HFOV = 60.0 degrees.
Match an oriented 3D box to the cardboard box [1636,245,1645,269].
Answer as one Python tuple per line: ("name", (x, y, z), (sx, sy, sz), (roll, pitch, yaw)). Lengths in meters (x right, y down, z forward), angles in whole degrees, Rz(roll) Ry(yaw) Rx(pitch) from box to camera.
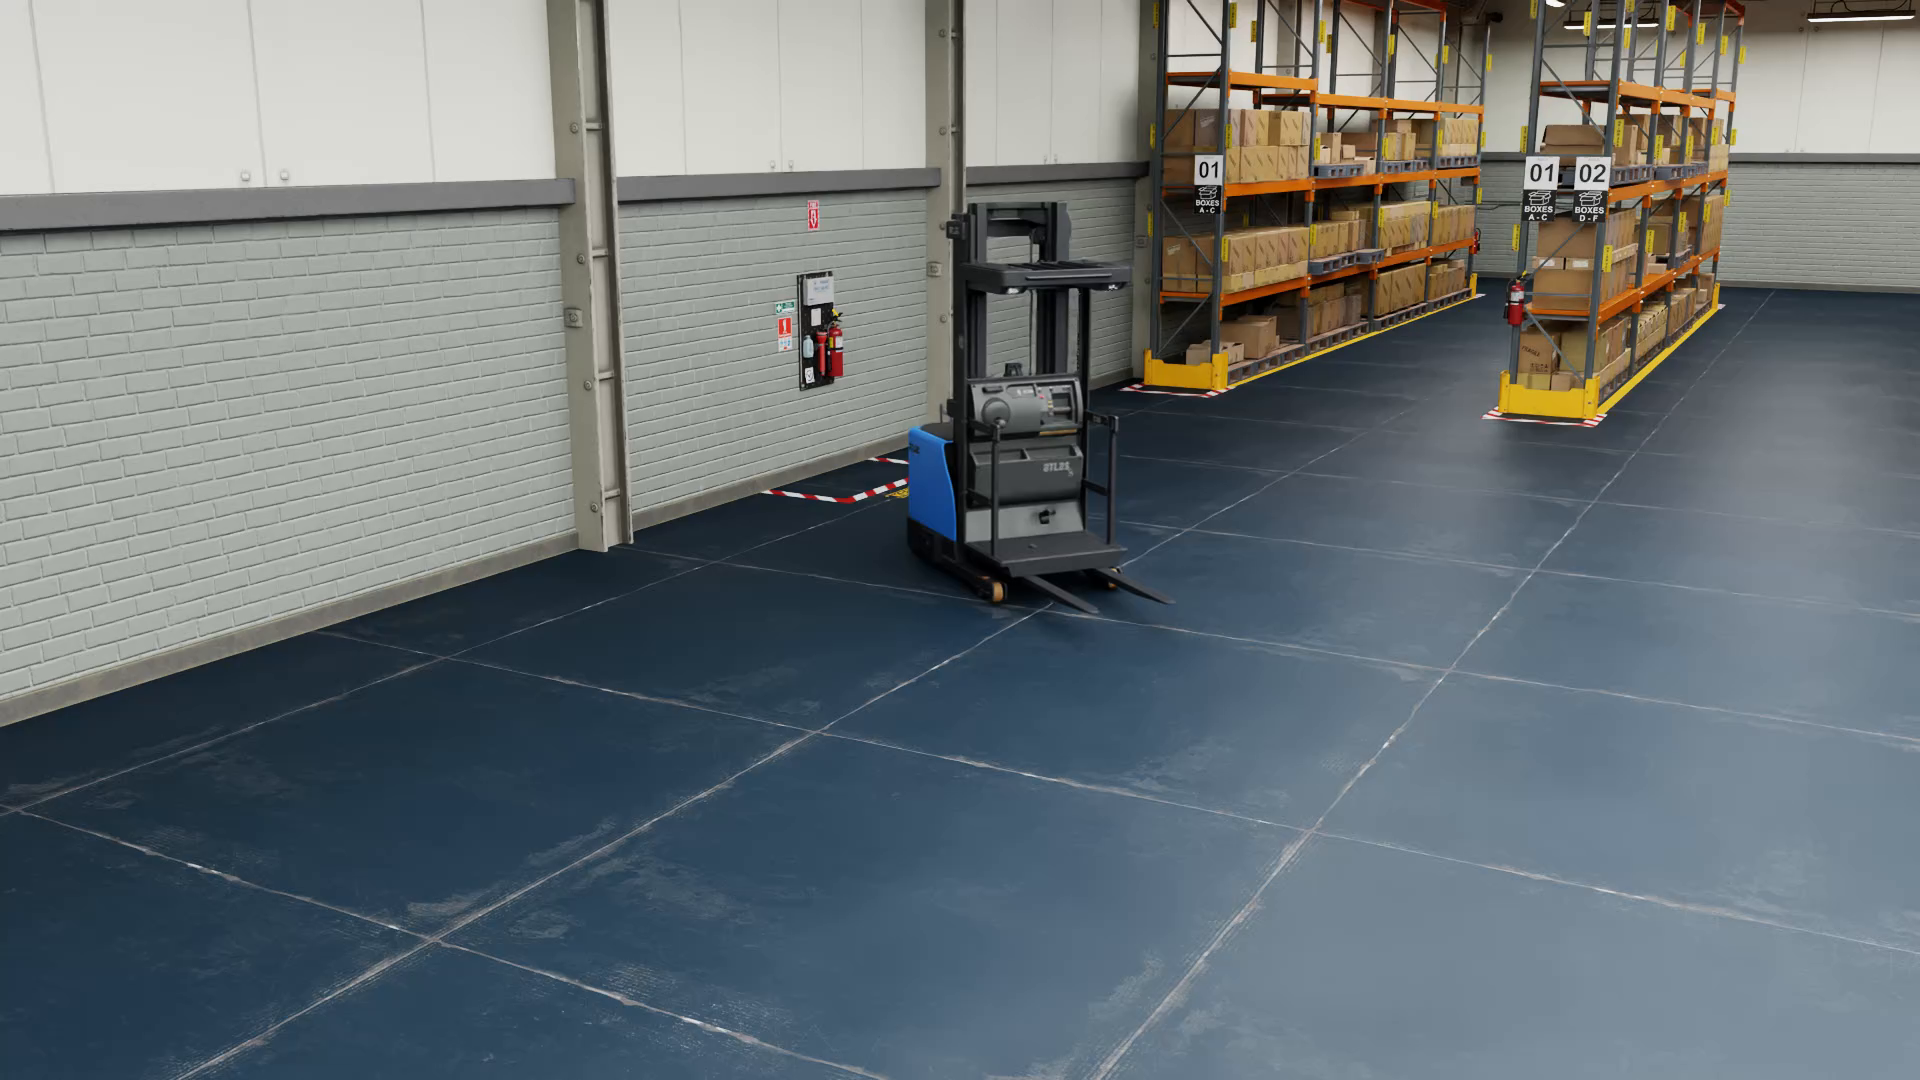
("cardboard box", (10.313, -4.309, 25.792), (0.500, 0.500, 0.500), (7, 15, 28))

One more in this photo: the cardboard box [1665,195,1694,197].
("cardboard box", (14.541, -6.721, 33.665), (0.500, 0.500, 0.500), (8, 15, 29))

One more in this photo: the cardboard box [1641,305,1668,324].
("cardboard box", (11.327, -3.719, 27.334), (0.500, 0.311, 0.500), (8, 16, 30))

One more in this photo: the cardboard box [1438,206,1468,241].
("cardboard box", (10.314, -6.806, 35.722), (0.980, 0.700, 0.700), (7, 15, 28))

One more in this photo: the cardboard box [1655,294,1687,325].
("cardboard box", (12.578, -4.092, 29.501), (0.500, 0.500, 0.500), (7, 15, 26))

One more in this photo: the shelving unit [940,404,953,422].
("shelving unit", (-0.022, -0.588, 14.411), (0.258, 1.200, 0.189), (7, 15, 28))

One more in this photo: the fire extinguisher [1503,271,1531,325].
("fire extinguisher", (7.034, -3.064, 21.006), (0.296, 0.674, 0.183), (7, 15, 28))

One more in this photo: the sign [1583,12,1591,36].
("sign", (8.950, -7.362, 23.707), (0.100, 0.325, 0.005), (7, 15, 28))

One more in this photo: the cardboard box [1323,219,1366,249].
("cardboard box", (6.808, -5.440, 29.545), (0.700, 0.500, 0.500), (5, 15, 21))

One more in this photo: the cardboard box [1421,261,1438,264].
("cardboard box", (10.040, -5.906, 35.685), (0.380, 0.149, 0.250), (8, 16, 29))

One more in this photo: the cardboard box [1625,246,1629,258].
("cardboard box", (9.115, -4.019, 23.206), (0.380, 0.149, 0.250), (7, 15, 28))

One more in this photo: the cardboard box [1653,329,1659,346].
("cardboard box", (10.832, -3.237, 26.532), (0.500, 0.250, 0.500), (8, 16, 29))

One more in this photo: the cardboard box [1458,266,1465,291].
("cardboard box", (10.643, -5.750, 36.422), (0.700, 0.500, 0.500), (7, 15, 28))

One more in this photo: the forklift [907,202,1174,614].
("forklift", (0.606, -1.062, 12.683), (1.130, 2.935, 3.031), (-6, 15, -23))

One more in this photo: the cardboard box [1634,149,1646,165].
("cardboard box", (9.737, -5.608, 24.420), (0.500, 0.250, 0.500), (9, 16, 34))

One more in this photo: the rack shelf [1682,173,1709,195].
("rack shelf", (12.332, -6.233, 29.123), (1.077, 0.370, 4.000), (7, 15, 28))

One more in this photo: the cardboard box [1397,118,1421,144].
("cardboard box", (9.094, -8.268, 33.638), (0.500, 0.500, 0.500), (7, 15, 28))

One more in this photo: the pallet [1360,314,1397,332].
("pallet", (7.474, -4.072, 30.975), (1.003, 0.211, 1.213), (7, 15, 28))

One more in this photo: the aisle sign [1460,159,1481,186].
("aisle sign", (11.191, -8.161, 36.436), (0.394, 0.787, 0.004), (7, 15, 28))

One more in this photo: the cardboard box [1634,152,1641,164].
("cardboard box", (9.087, -5.223, 22.741), (0.380, 0.149, 0.250), (7, 15, 28))

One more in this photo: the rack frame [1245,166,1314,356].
("rack frame", (5.093, -4.454, 26.609), (1.000, 3.000, 0.127), (7, 15, 28))

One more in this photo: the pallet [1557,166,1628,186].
("pallet", (7.862, -4.630, 21.128), (1.003, 0.211, 1.213), (7, 15, 28))

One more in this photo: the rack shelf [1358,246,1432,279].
("rack shelf", (7.993, -5.335, 31.799), (1.077, 0.370, 4.000), (7, 15, 28))

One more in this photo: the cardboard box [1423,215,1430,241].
("cardboard box", (8.958, -6.175, 32.856), (0.500, 0.500, 0.500), (7, 15, 27))

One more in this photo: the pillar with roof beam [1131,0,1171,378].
("pillar with roof beam", (6.509, -6.304, 21.480), (9.100, 9.000, 0.400), (7, 15, 28))

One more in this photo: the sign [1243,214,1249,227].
("sign", (4.605, -5.079, 26.731), (0.100, 0.325, 0.005), (7, 15, 28))

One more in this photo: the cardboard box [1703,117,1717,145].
("cardboard box", (13.866, -7.718, 31.402), (0.700, 0.500, 0.500), (7, 15, 28))

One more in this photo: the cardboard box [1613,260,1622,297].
("cardboard box", (8.727, -3.639, 23.014), (0.700, 0.500, 0.500), (8, 16, 29))

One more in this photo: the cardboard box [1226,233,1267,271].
("cardboard box", (4.156, -4.204, 24.250), (0.500, 0.500, 0.500), (7, 15, 26))

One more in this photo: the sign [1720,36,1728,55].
("sign", (13.787, -8.921, 30.005), (0.100, 0.325, 0.005), (7, 15, 28))

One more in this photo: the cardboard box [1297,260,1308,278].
("cardboard box", (5.129, -4.259, 26.078), (0.500, 0.250, 0.500), (7, 15, 28))

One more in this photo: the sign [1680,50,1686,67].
("sign", (14.757, -9.826, 33.929), (0.100, 0.325, 0.005), (7, 15, 28))

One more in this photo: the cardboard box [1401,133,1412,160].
("cardboard box", (8.226, -7.526, 31.800), (0.700, 0.500, 0.500), (7, 15, 27))

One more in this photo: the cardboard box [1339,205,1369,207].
("cardboard box", (7.272, -6.070, 30.823), (0.500, 0.250, 0.500), (7, 15, 26))

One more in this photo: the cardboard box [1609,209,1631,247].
("cardboard box", (8.979, -4.377, 23.309), (0.700, 0.500, 0.500), (7, 15, 28))

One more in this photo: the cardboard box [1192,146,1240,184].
("cardboard box", (3.540, -5.190, 23.006), (0.500, 0.500, 0.500), (8, 16, 30))

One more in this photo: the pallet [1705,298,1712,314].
("pallet", (14.811, -4.821, 34.079), (1.003, 0.211, 1.213), (7, 15, 28))

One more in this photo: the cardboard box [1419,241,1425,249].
("cardboard box", (8.943, -5.827, 32.797), (0.380, 0.149, 0.250), (8, 16, 29))

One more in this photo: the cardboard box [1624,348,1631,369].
("cardboard box", (9.398, -2.641, 24.059), (0.500, 0.250, 0.500), (7, 15, 28))

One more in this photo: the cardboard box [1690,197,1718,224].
("cardboard box", (14.519, -6.452, 32.548), (0.500, 0.500, 0.500), (8, 16, 30))

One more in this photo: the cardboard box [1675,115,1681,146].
("cardboard box", (11.828, -6.901, 28.010), (0.500, 0.500, 0.500), (7, 15, 28))

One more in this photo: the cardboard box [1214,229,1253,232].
("cardboard box", (4.184, -4.475, 25.374), (0.500, 0.500, 0.500), (8, 16, 30))

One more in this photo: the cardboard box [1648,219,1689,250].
("cardboard box", (12.498, -5.418, 29.498), (0.700, 0.500, 0.500), (3, 14, 14))

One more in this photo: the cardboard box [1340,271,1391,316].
("cardboard box", (7.497, -4.570, 30.779), (0.750, 0.750, 0.750), (7, 15, 27))

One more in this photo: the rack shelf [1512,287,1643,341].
("rack shelf", (8.464, -3.134, 22.666), (1.077, 0.370, 4.000), (7, 15, 28))

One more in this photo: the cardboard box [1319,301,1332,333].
("cardboard box", (5.922, -3.817, 28.363), (0.700, 0.500, 0.500), (8, 15, 29))

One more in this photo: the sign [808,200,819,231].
("sign", (-1.479, -3.278, 16.784), (0.001, 0.298, 0.199), (7, 15, 28))

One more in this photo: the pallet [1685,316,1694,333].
("pallet", (12.938, -4.008, 30.709), (1.003, 0.211, 1.213), (7, 15, 28))

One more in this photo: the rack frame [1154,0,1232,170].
("rack frame", (3.159, -6.550, 22.501), (1.000, 3.000, 0.127), (7, 15, 28))

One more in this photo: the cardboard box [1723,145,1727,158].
("cardboard box", (14.966, -7.747, 33.121), (0.500, 0.250, 0.500), (7, 15, 28))

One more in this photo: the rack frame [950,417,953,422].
("rack frame", (0.022, -0.607, 14.489), (0.240, 1.200, 0.006), (7, 15, 28))

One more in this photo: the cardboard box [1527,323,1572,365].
("cardboard box", (7.967, -2.655, 22.519), (0.500, 0.500, 0.500), (7, 15, 28))

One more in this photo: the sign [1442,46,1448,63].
("sign", (9.441, -9.445, 32.350), (0.100, 0.325, 0.005), (7, 15, 28))

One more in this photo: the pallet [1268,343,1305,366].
("pallet", (4.799, -2.957, 26.347), (1.003, 0.211, 1.213), (7, 15, 28))

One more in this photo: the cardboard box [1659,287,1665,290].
("cardboard box", (12.851, -4.462, 31.036), (0.500, 0.500, 0.500), (7, 15, 26))
